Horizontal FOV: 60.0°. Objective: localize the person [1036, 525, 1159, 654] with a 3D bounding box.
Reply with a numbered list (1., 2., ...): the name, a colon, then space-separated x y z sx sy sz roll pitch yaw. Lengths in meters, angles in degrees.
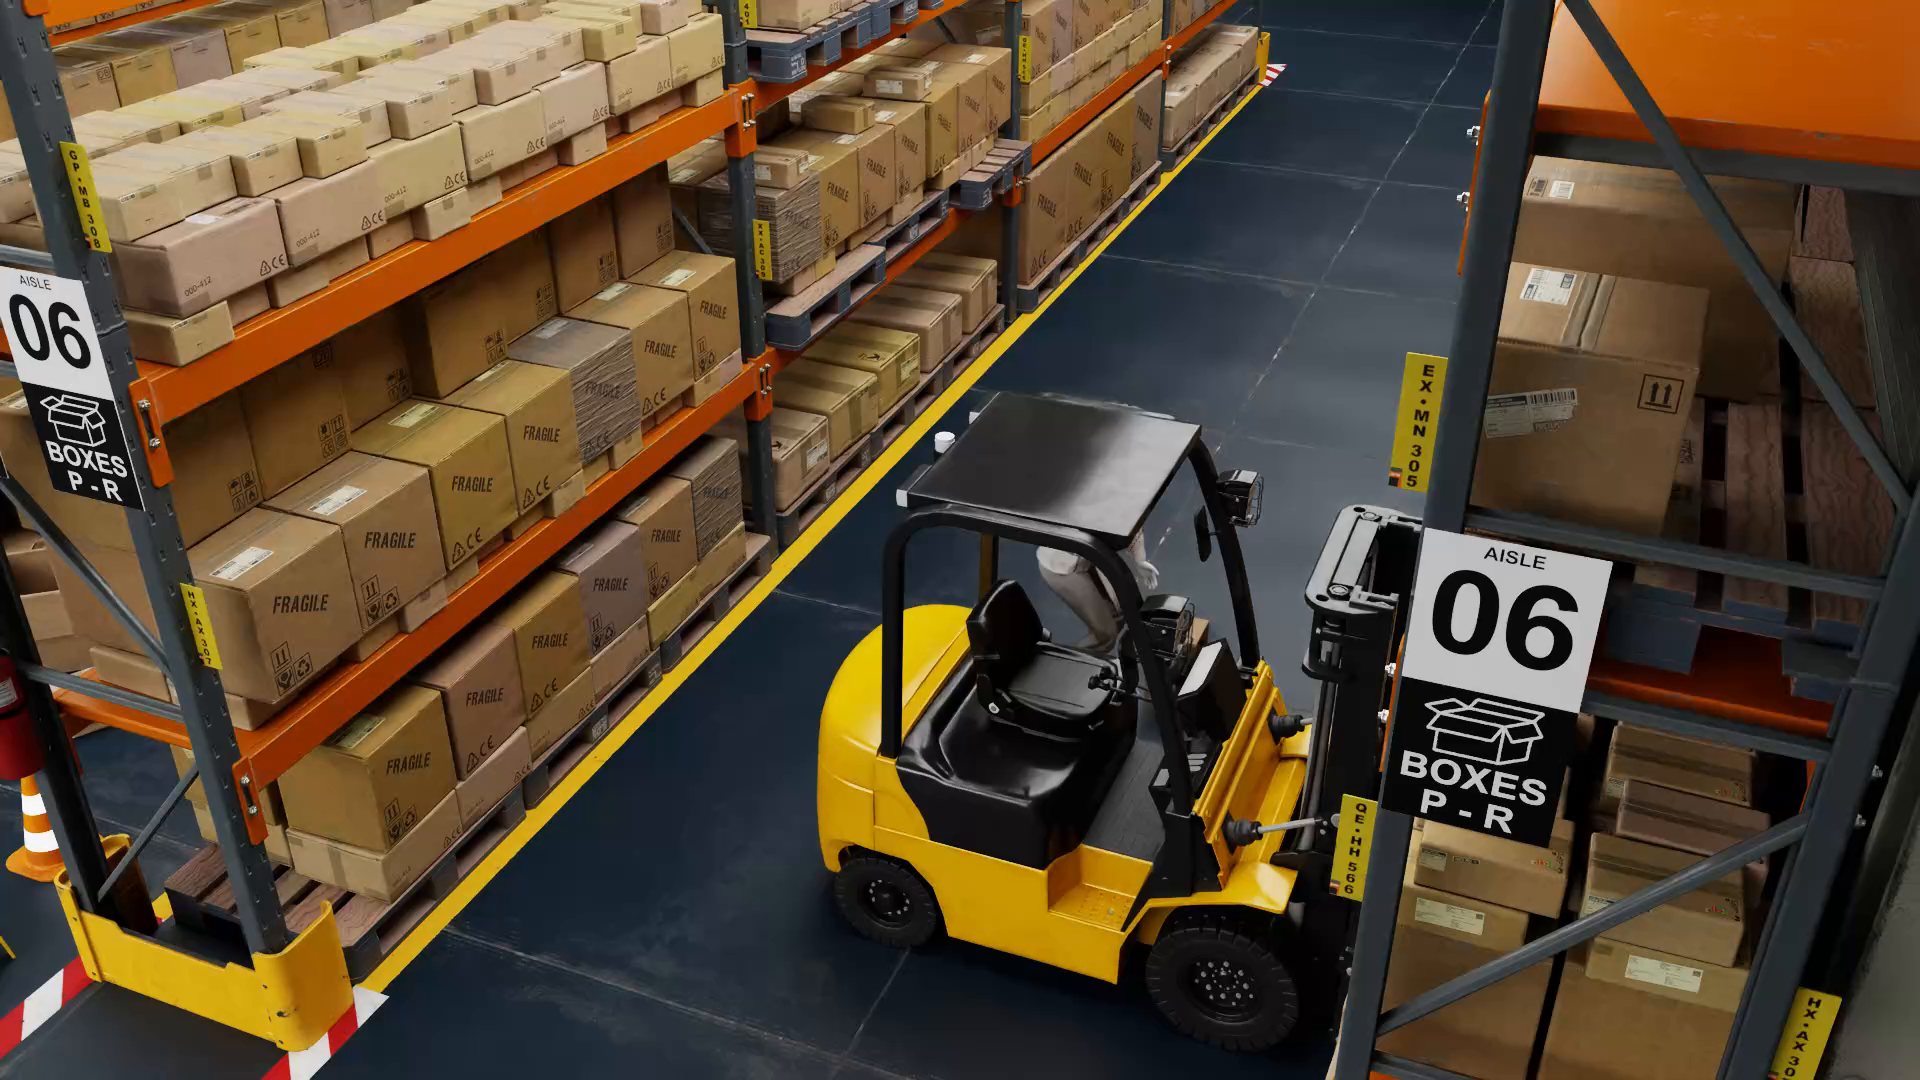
1. person: 0.734 0.129 8.411 0.673 1.430 0.534 12 32 19
